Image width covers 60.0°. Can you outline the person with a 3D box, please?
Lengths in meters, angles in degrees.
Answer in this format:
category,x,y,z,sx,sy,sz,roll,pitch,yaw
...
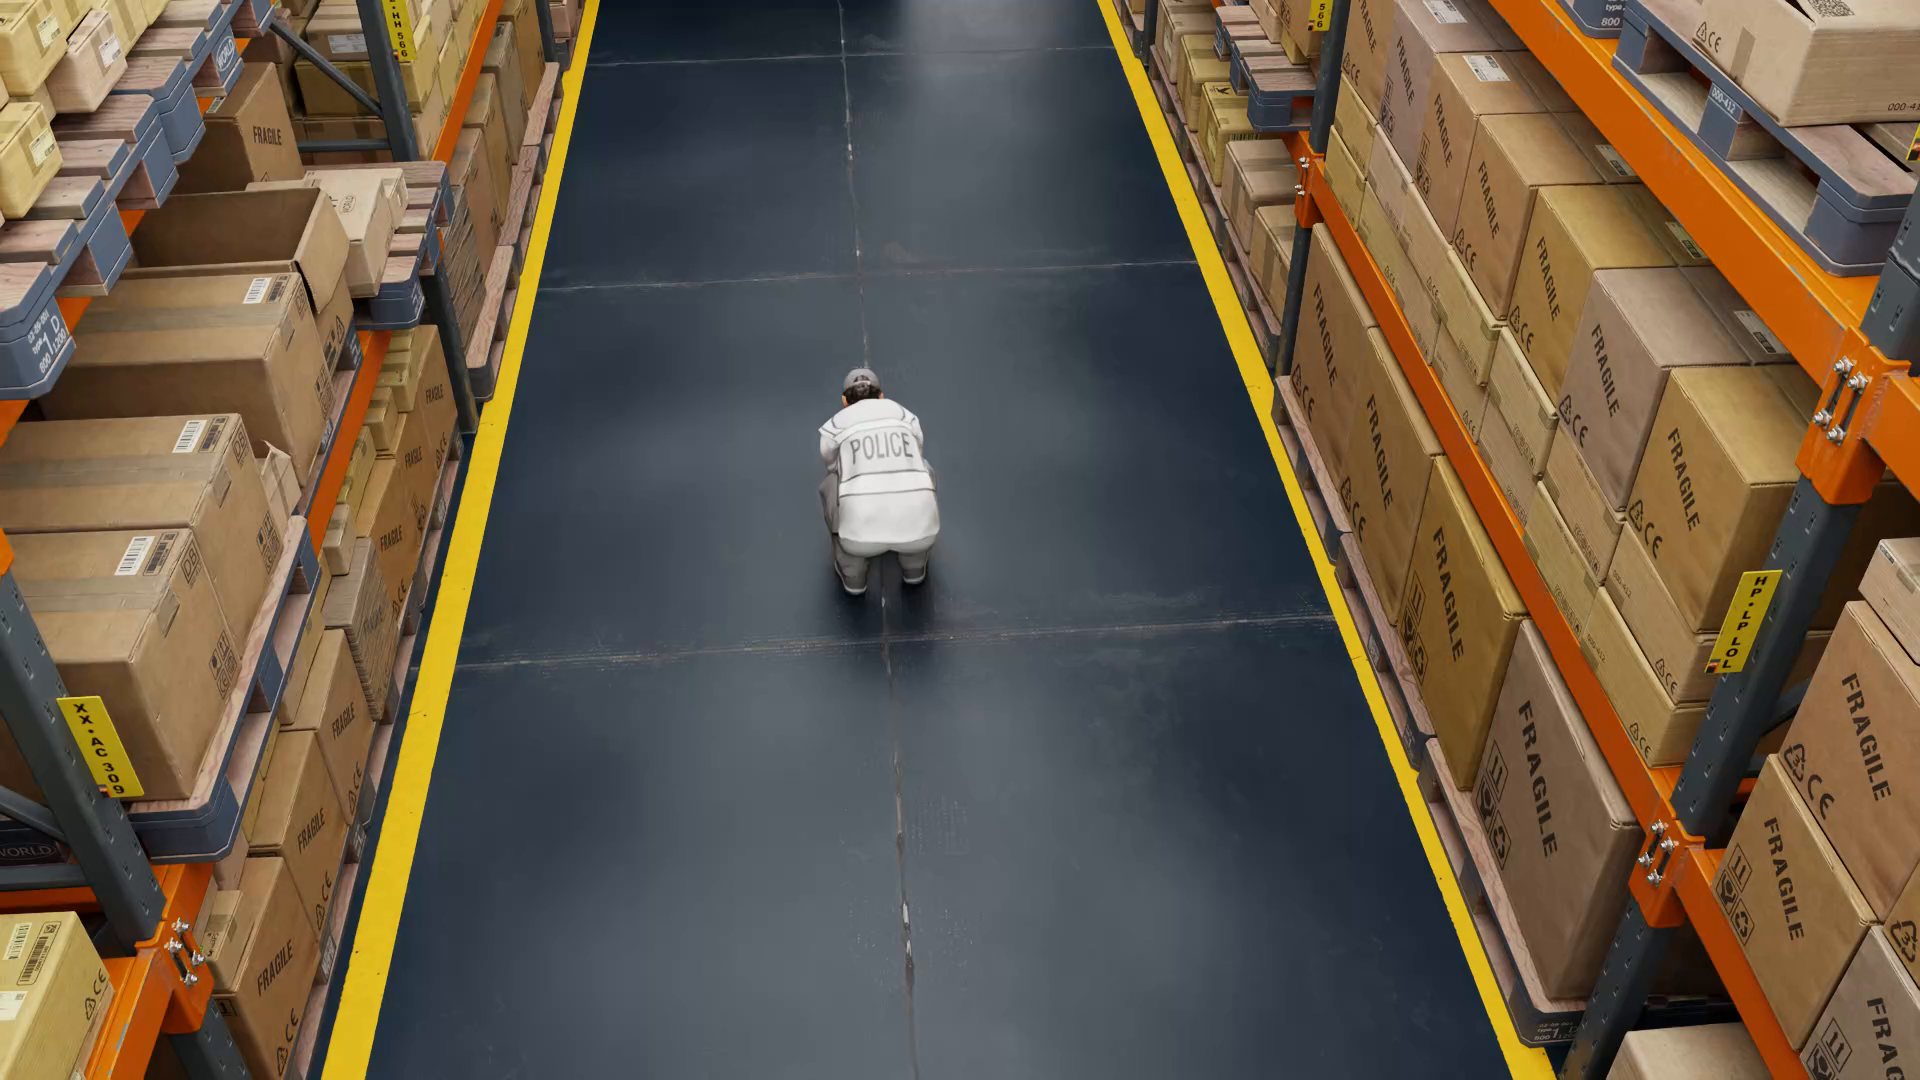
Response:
category,x,y,z,sx,sy,sz,roll,pitch,yaw
person,-0.353,-0.207,7.192,0.518,0.818,0.871,-4,39,-4
